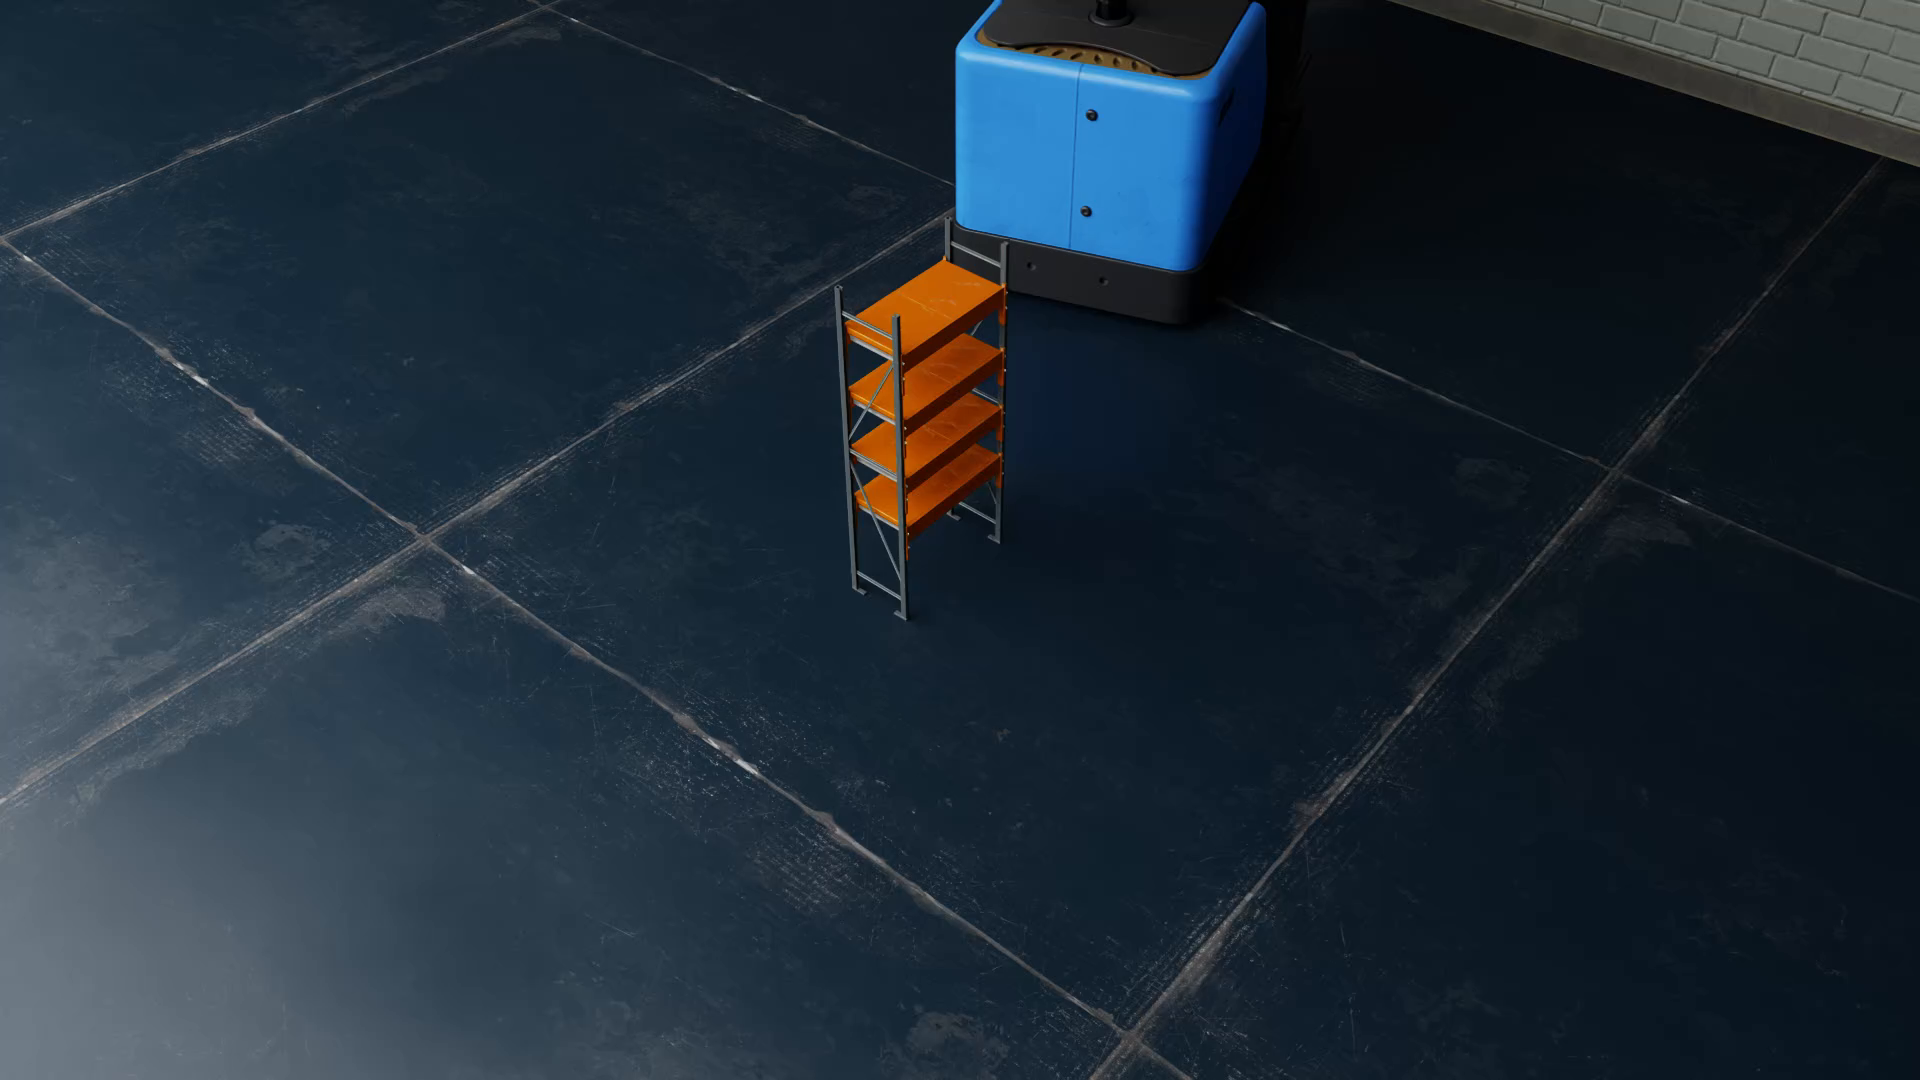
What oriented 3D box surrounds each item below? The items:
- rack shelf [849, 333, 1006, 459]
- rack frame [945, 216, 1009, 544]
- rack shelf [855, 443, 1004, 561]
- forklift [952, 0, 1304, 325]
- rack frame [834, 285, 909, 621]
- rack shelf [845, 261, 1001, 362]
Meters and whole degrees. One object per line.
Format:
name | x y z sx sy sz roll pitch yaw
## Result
rack shelf | -0.107 -0.474 5.147 0.258 0.148 0.480 29 50 28
rack frame | 0.051 -0.484 5.391 0.240 1.200 0.015 29 50 28
rack shelf | -0.107 -0.162 5.431 0.258 0.148 0.480 29 50 28
forklift | 0.773 -2.572 6.448 1.129 2.867 1.939 14 44 15
rack frame | -0.264 -0.233 5.114 0.240 1.200 0.015 29 50 28
rack shelf | -0.107 -0.678 4.962 0.221 0.050 0.457 29 50 28
